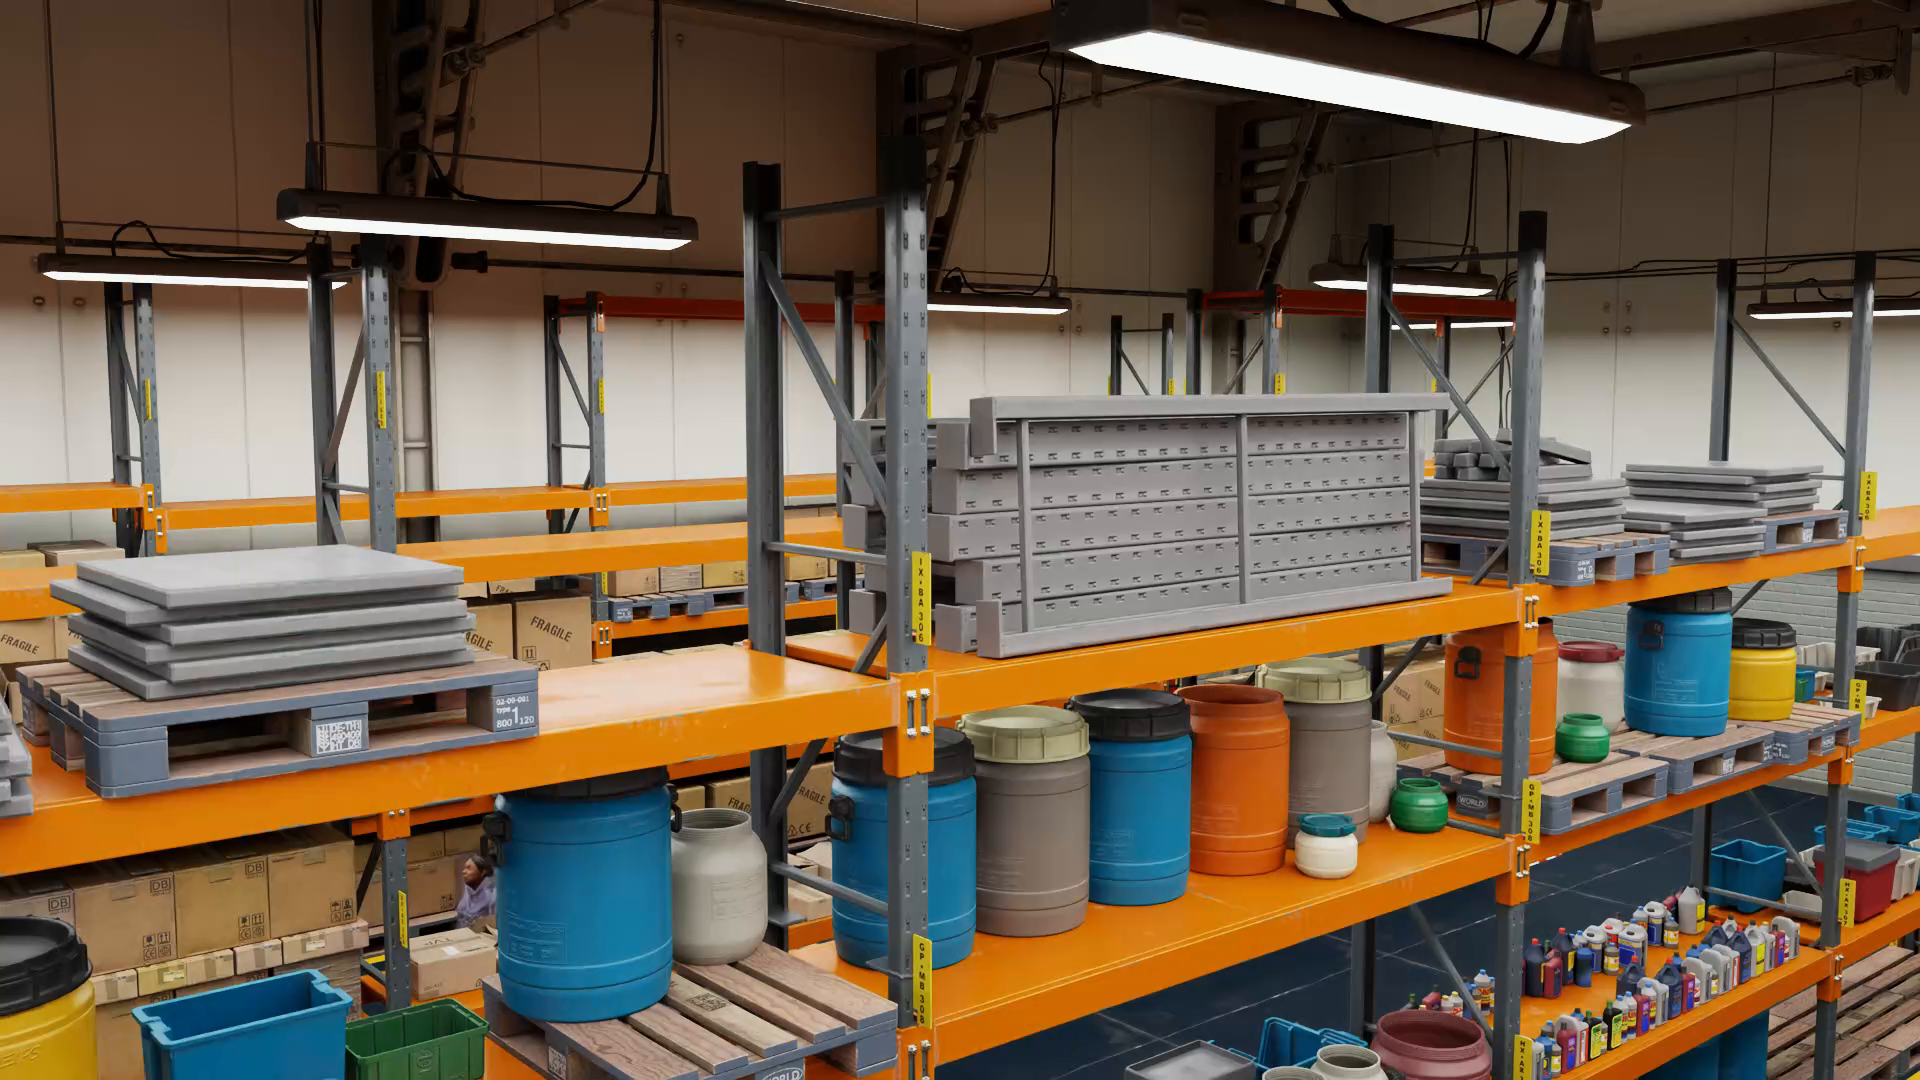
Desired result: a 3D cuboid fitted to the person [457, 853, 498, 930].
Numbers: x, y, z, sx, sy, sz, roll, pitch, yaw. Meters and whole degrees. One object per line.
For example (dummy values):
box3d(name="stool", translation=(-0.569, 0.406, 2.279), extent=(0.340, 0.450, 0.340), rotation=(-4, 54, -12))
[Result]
box3d(name="person", translation=(-3.666, 3.165, 12.735), extent=(0.645, 1.600, 0.625), rotation=(5, 8, 43))
